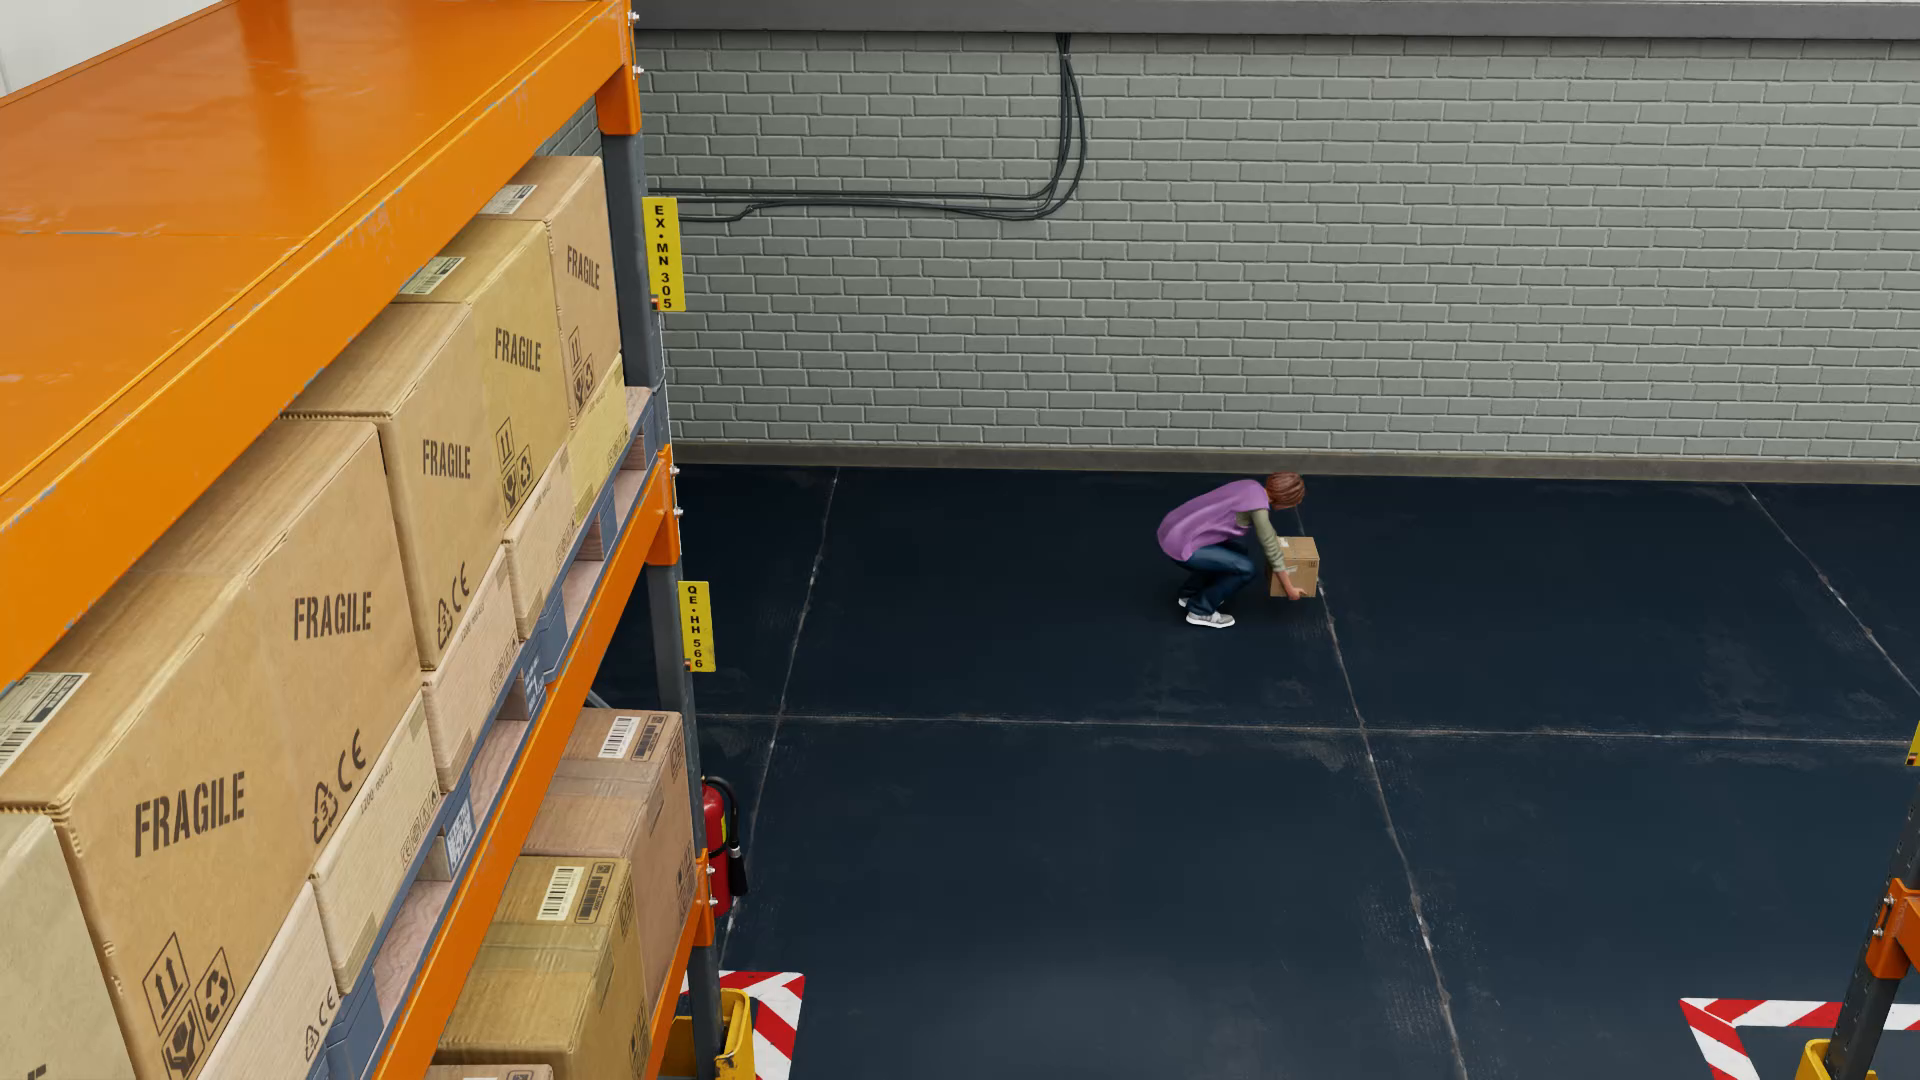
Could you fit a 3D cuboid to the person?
[{"bbox_3d":[1.522,0.035,9.307,0.849,0.901,0.418,0,28,1],"label":"person"}]
